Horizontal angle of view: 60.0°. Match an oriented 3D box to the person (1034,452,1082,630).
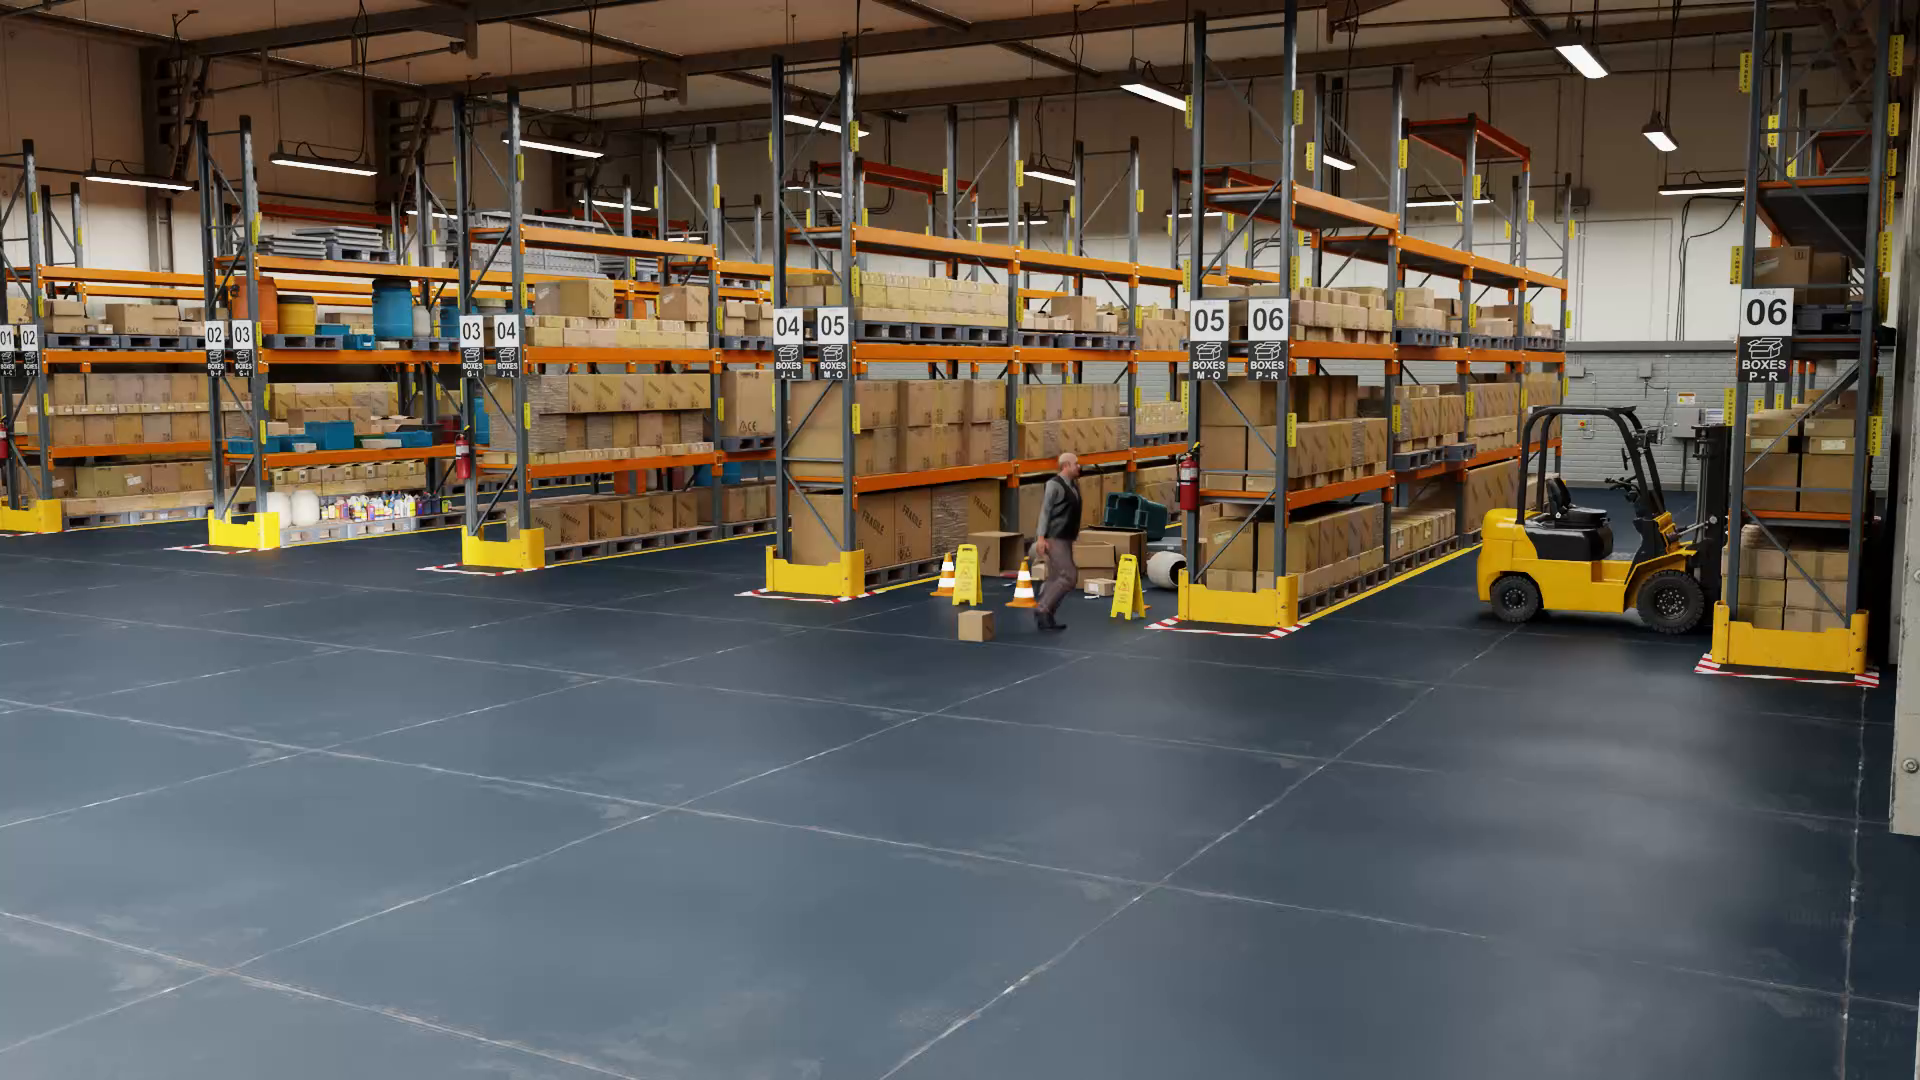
[{"bbox_3d":[0.952,0.013,15.967,0.490,1.708,0.567,3,6,24],"label":"person"}]
